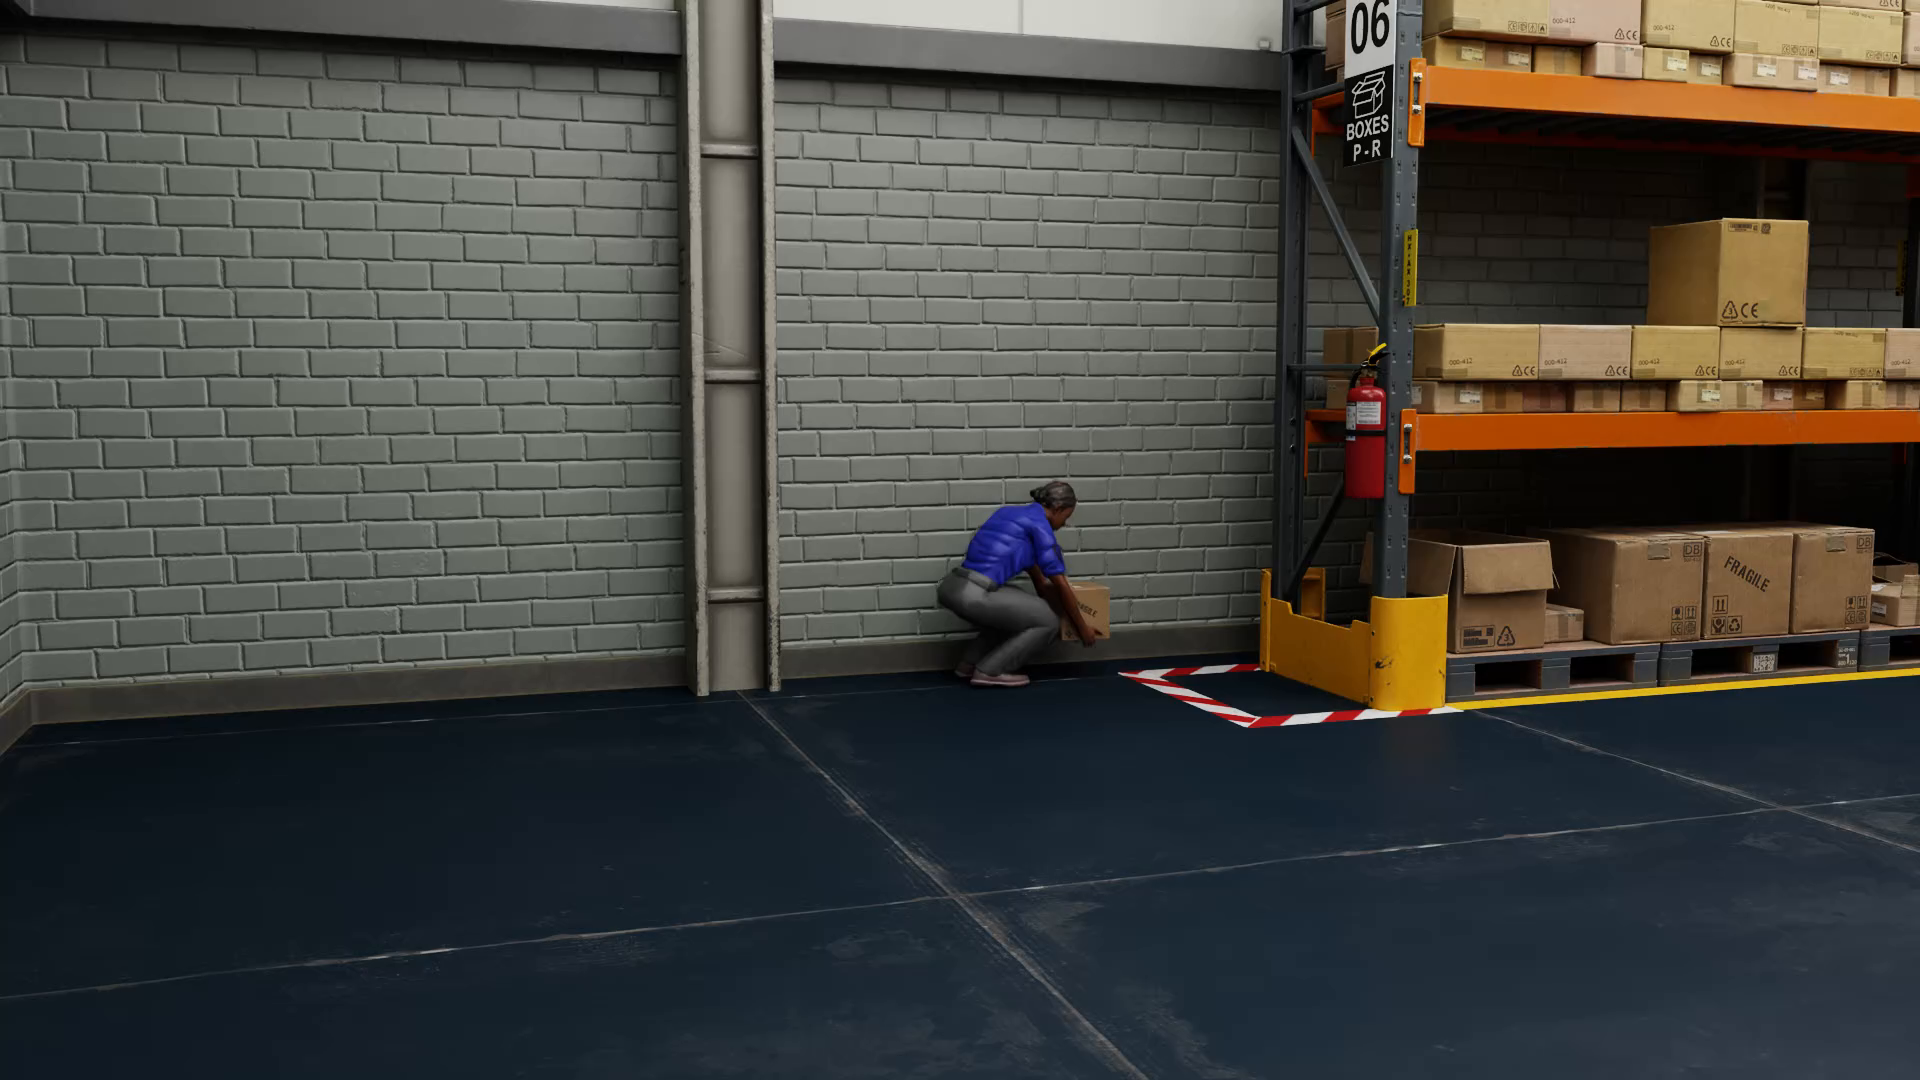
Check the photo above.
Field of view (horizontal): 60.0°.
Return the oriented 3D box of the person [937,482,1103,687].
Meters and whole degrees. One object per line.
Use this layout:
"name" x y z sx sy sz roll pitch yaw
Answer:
"person" 0.276 0.210 8.026 0.790 0.965 0.463 -2 6 -21
